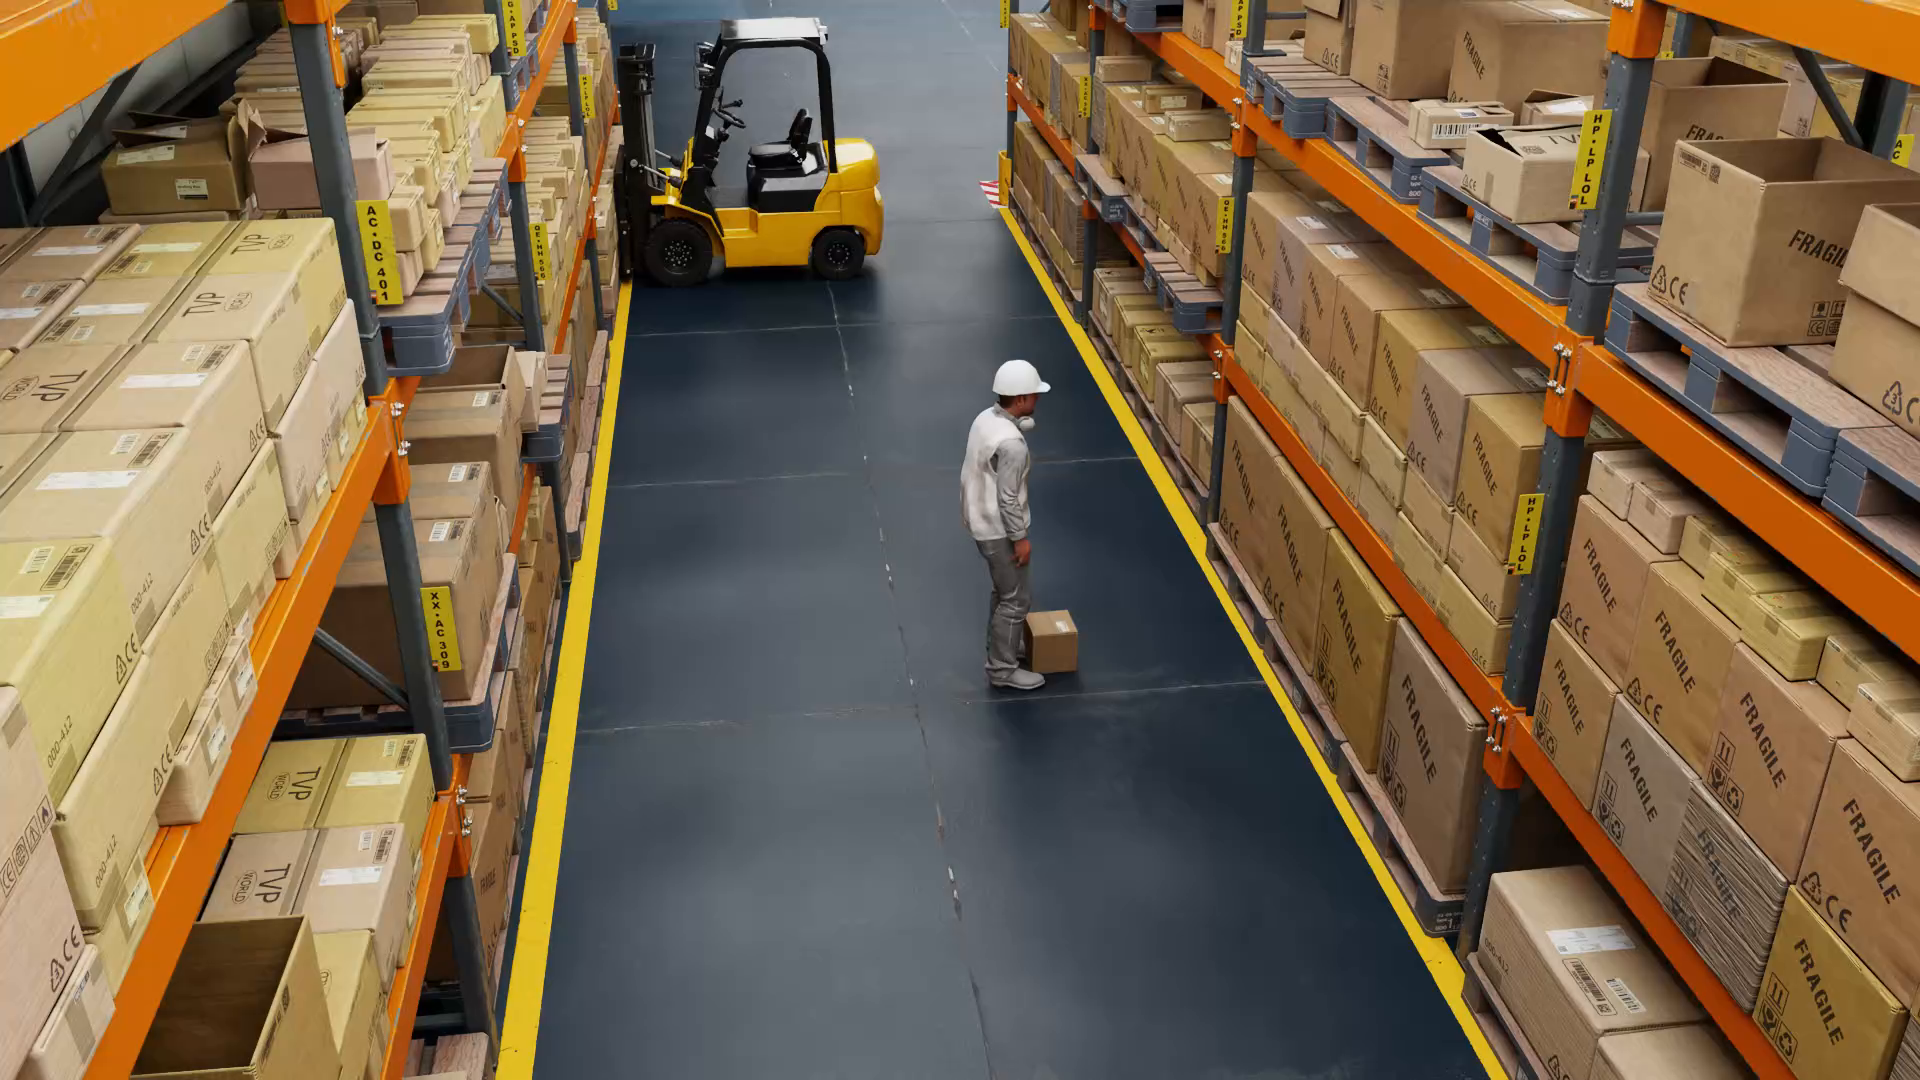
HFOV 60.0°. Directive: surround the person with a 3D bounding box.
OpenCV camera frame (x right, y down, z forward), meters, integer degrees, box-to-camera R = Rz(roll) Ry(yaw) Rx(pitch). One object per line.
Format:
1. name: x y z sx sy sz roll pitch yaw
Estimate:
1. person: 0.242 -0.096 8.781 0.476 1.767 0.587 -5 27 -10
